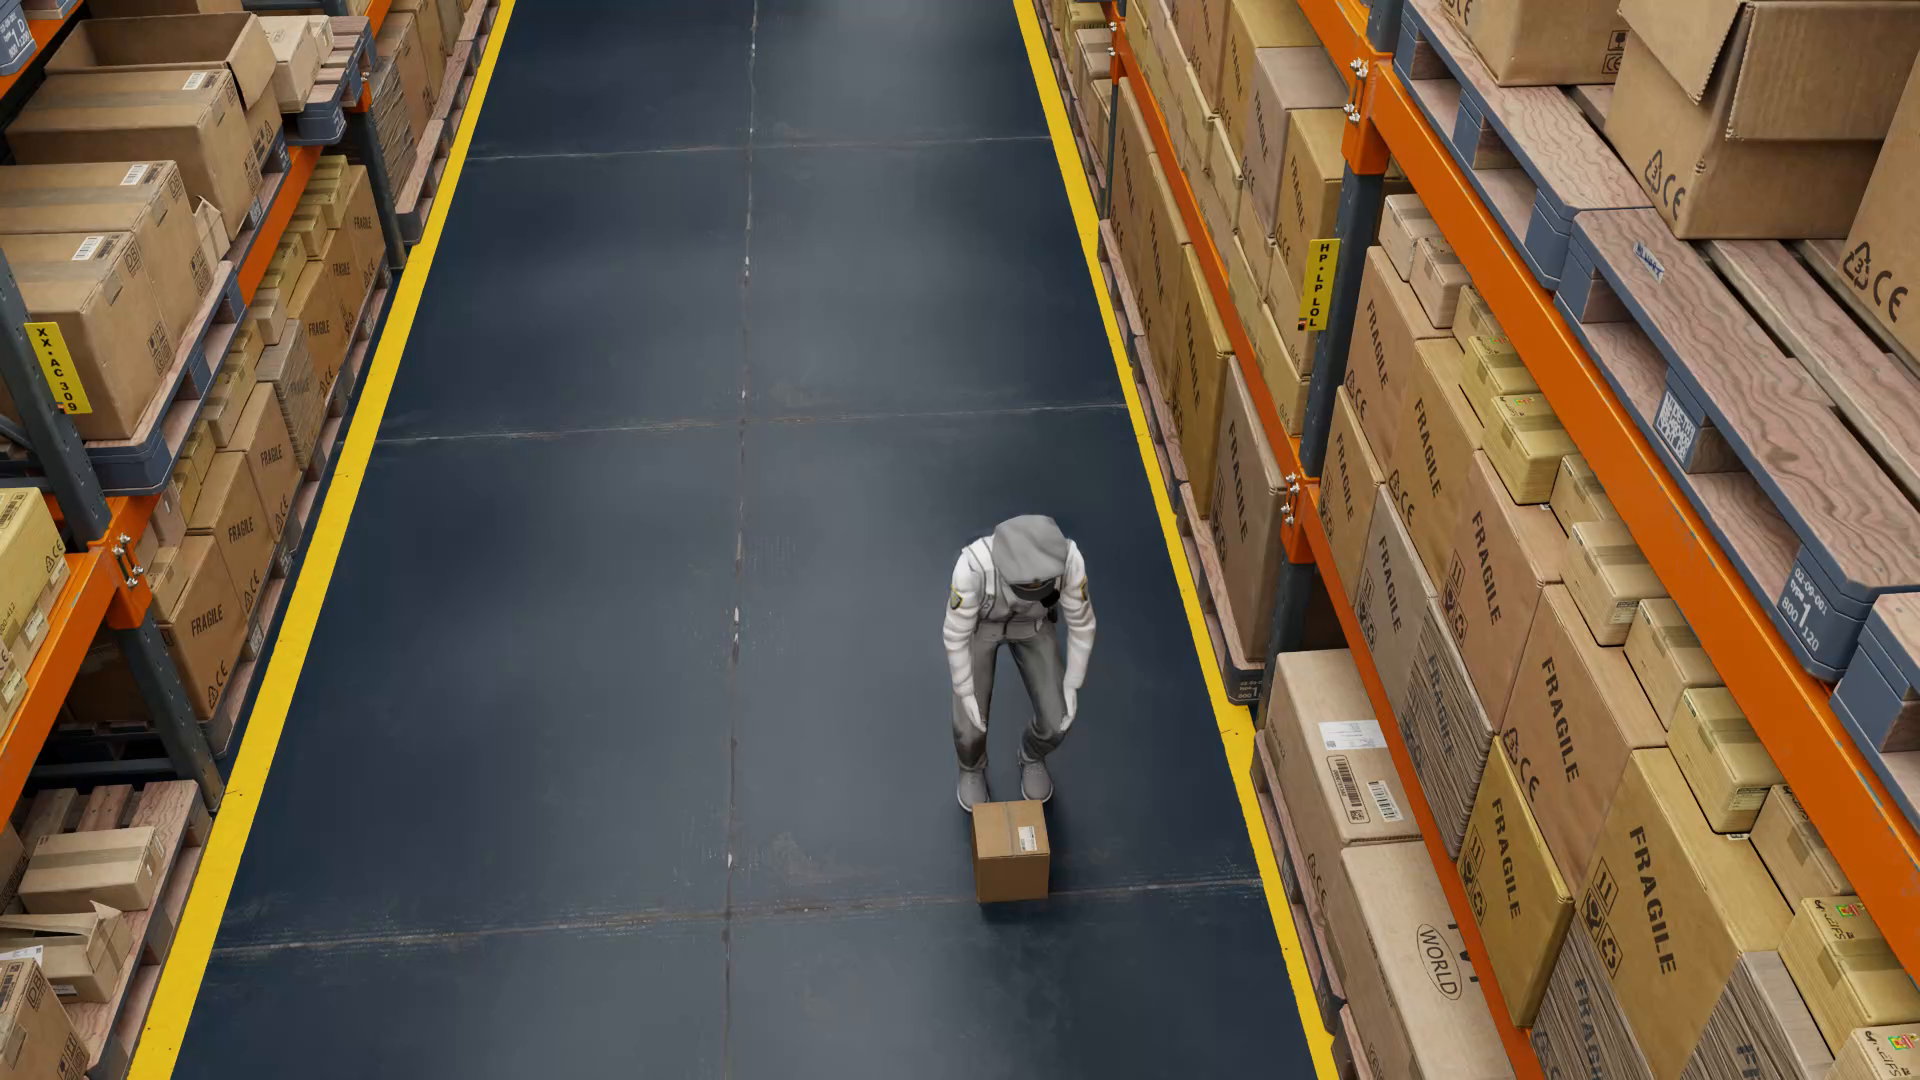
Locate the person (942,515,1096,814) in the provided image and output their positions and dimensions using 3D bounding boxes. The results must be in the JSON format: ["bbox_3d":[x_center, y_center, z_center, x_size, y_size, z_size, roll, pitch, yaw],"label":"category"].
[{"bbox_3d":[0.203,0.407,5.851,0.534,1.430,0.656,-3,39,-4],"label":"person"}]
